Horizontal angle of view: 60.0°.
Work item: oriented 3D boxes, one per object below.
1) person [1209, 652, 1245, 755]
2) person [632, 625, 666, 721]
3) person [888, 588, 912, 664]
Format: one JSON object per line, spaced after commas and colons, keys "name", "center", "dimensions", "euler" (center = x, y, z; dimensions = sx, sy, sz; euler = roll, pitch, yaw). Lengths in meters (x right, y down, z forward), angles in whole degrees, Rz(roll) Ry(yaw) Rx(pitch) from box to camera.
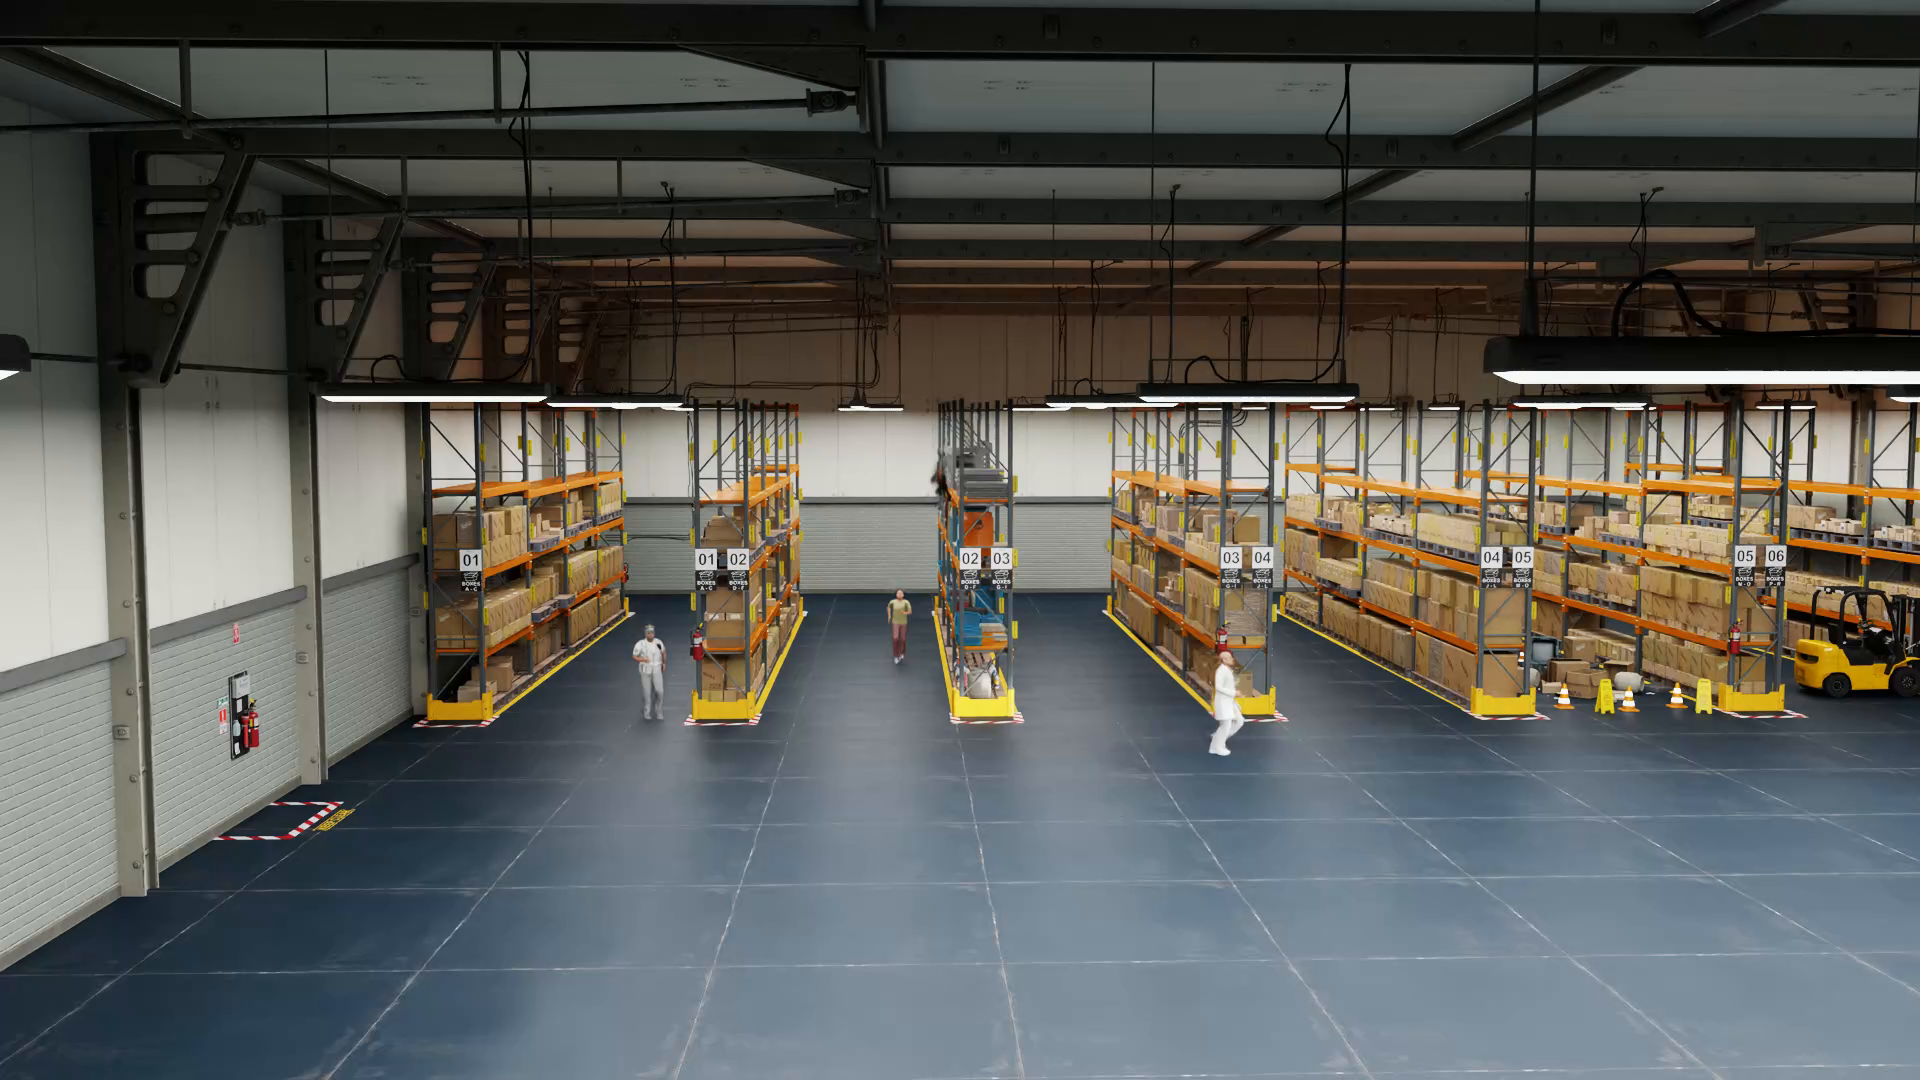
{"name": "person", "center": [4.483, 2.734, 27.837], "dimensions": [0.635, 1.742, 0.714], "euler": [2, 5, 25]}
{"name": "person", "center": [-5.782, 2.486, 31.094], "dimensions": [0.684, 1.803, 0.648], "euler": [-2, 5, -22]}
{"name": "person", "center": [-1.390, 1.971, 38.350], "dimensions": [0.550, 1.724, 0.751], "euler": [0, 4, -4]}
